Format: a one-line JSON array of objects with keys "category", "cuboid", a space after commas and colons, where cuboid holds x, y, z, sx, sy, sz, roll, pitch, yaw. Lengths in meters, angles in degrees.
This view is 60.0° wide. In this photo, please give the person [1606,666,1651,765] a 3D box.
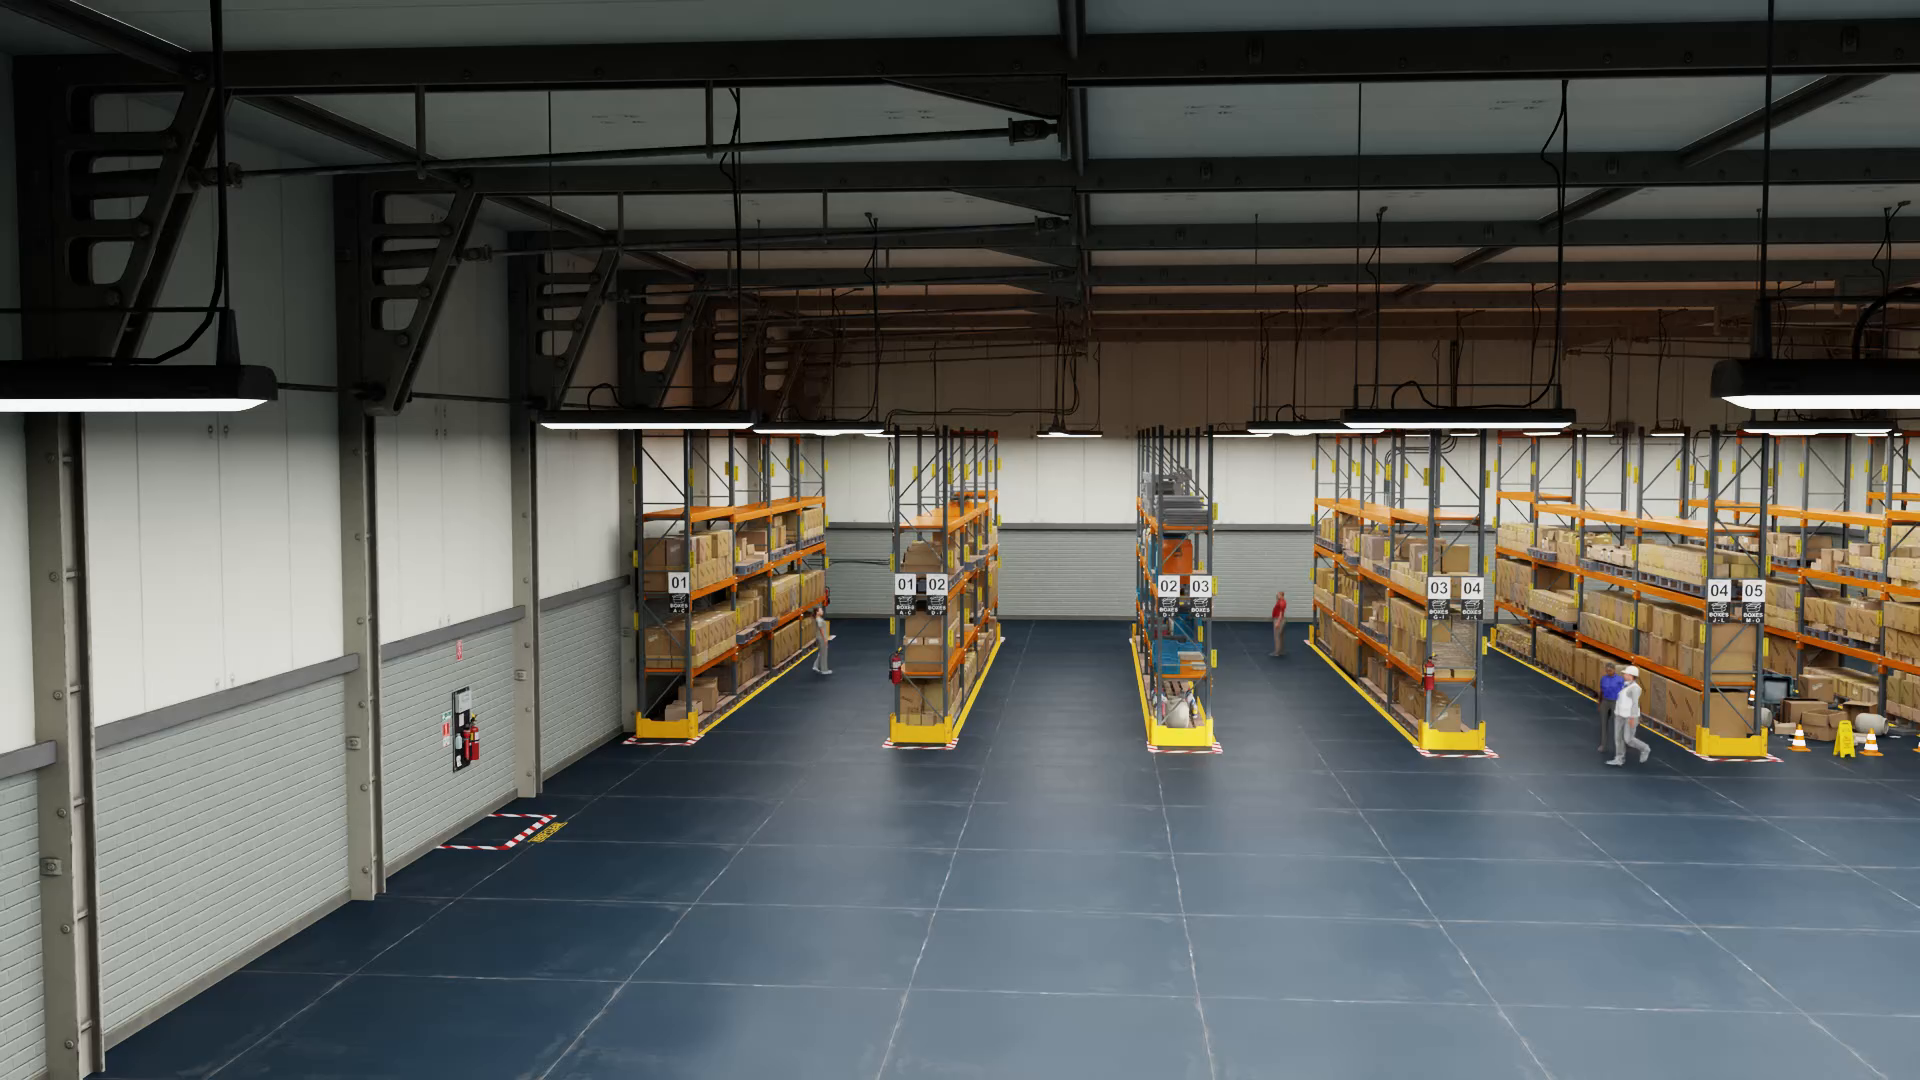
[{"category": "person", "cuboid": [11.750, 3.084, 29.151, 0.690, 1.763, 0.525, -1, 4, -20]}]

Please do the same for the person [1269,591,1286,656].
[{"category": "person", "cuboid": [8.421, 2.214, 44.115, 0.418, 1.728, 0.564, 1, 4, 13]}]

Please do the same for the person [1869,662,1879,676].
[{"category": "person", "cuboid": [22.122, 2.483, 40.209, 0.683, 1.706, 0.521, -1, 3, -9]}]

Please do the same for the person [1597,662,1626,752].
[{"category": "person", "cuboid": [11.935, 3.062, 30.467, 0.530, 1.655, 0.375, 3, 5, 43]}]

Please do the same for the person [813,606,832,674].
[{"category": "person", "cuboid": [-3.356, 2.444, 40.657, 0.476, 1.664, 0.486, -2, 4, -26]}]
